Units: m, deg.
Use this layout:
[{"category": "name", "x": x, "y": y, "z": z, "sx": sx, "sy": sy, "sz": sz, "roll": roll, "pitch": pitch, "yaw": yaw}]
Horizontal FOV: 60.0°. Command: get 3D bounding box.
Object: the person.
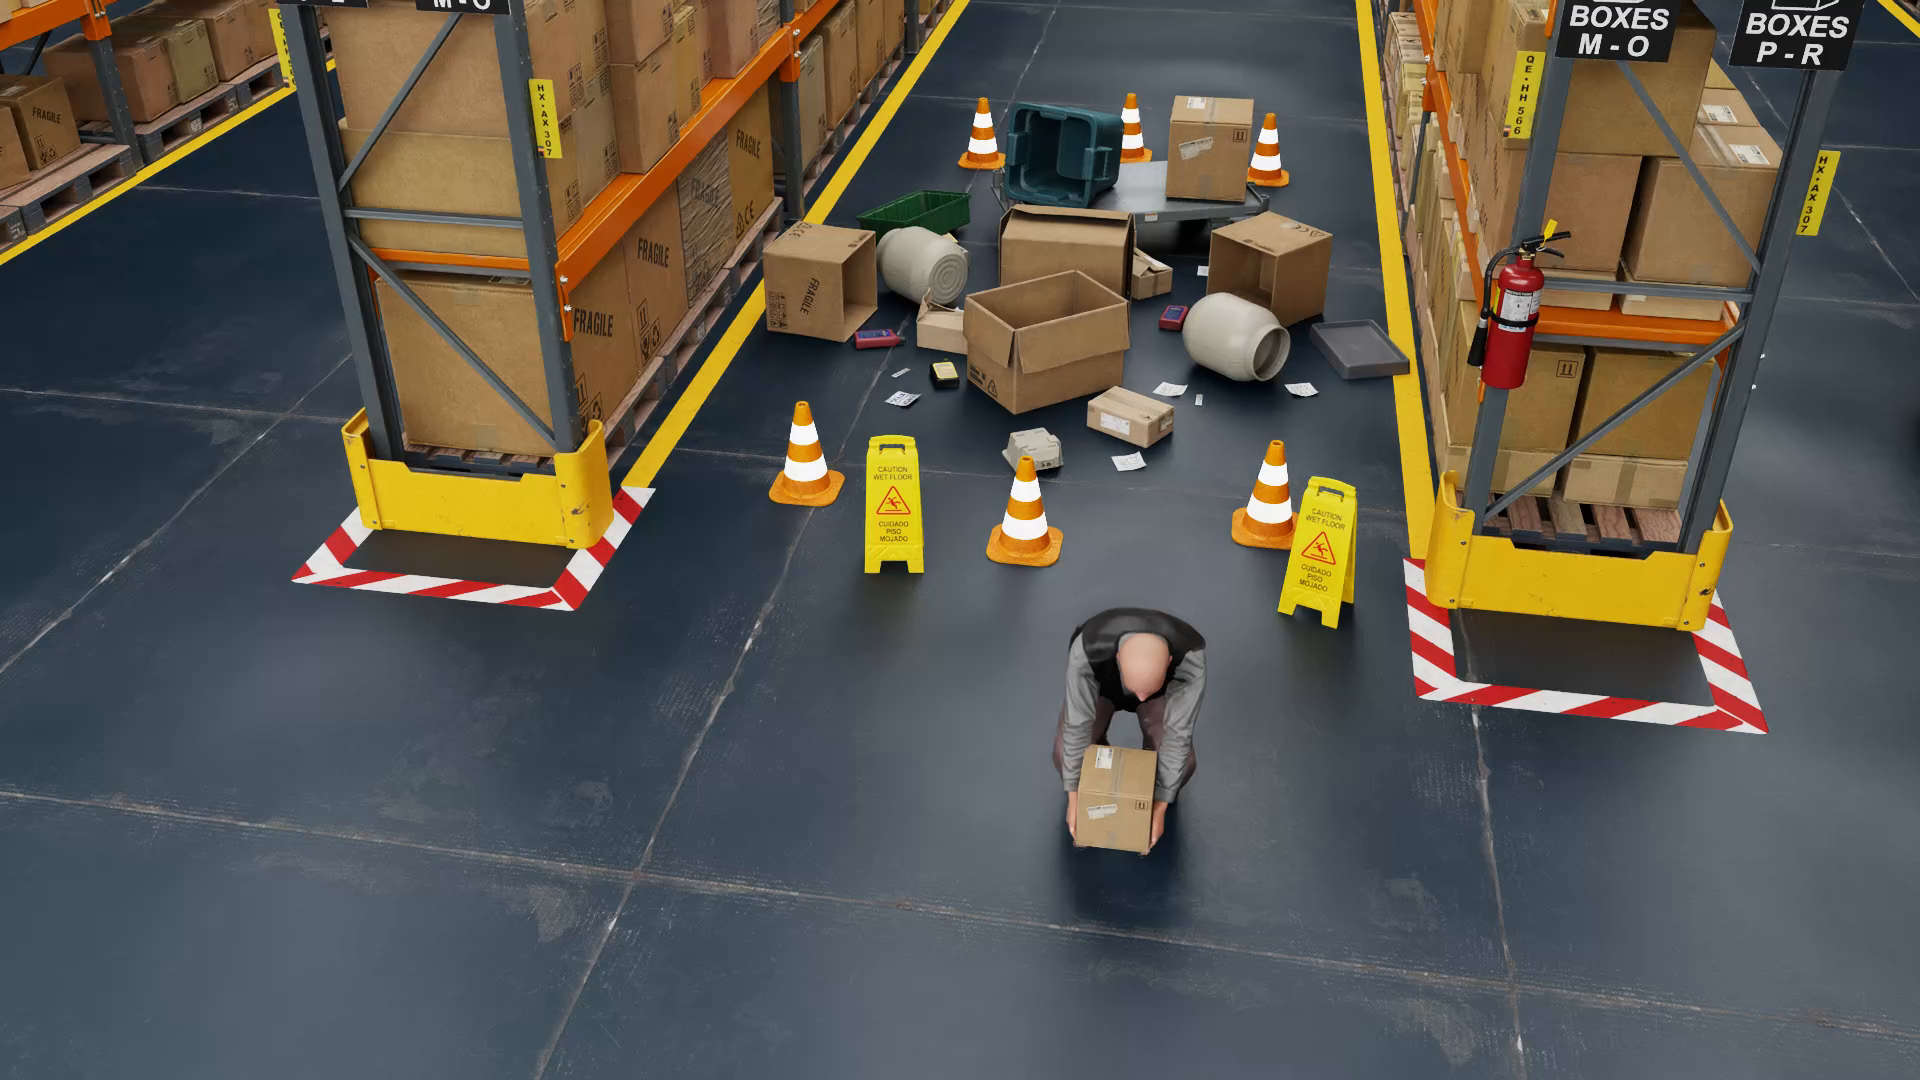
[{"category": "person", "x": 0.604, "y": 0.587, "z": 5.947, "sx": 0.523, "sy": 0.970, "sz": 0.881, "roll": 5, "pitch": 32, "yaw": 7}]
